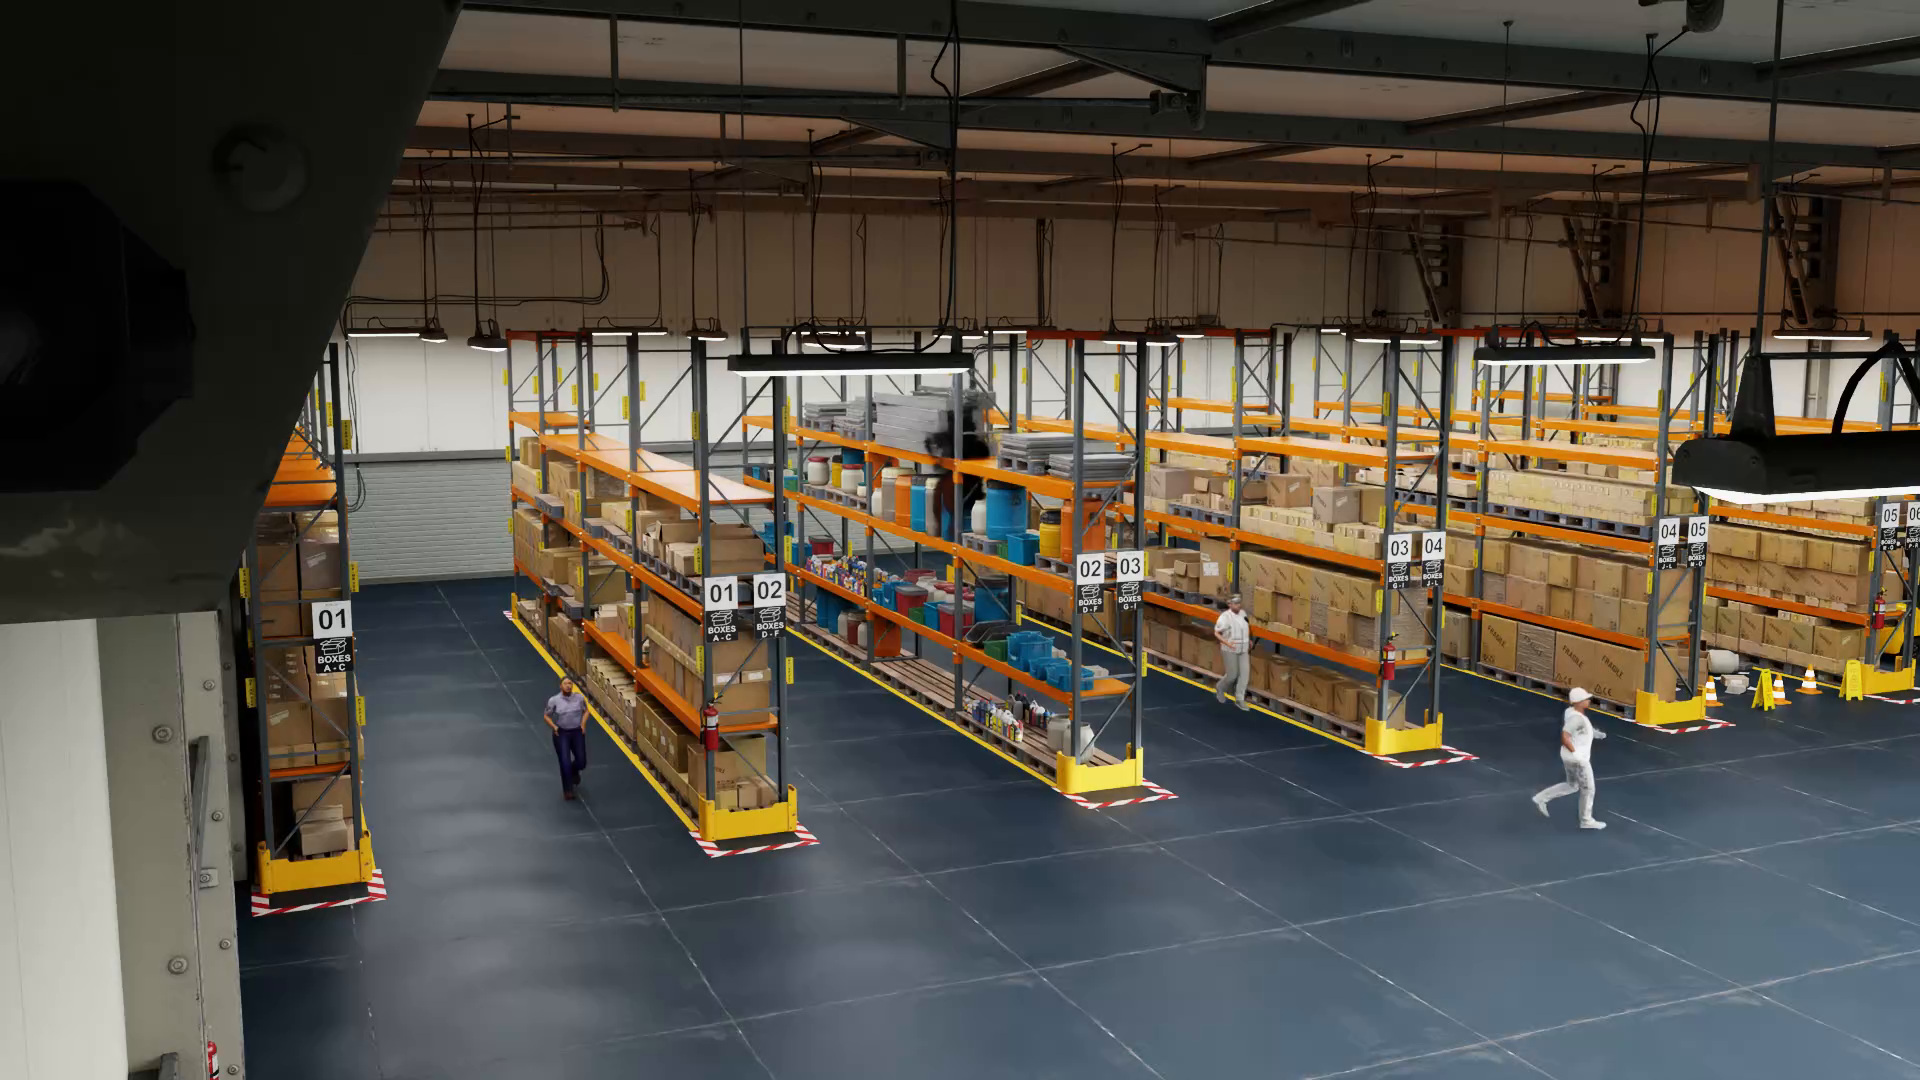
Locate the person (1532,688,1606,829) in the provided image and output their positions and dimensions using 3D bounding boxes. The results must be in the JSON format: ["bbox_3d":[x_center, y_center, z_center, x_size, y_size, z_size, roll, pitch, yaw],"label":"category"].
[{"bbox_3d":[7.527,2.678,20.447,0.877,1.762,0.689,2,8,11],"label":"person"}]

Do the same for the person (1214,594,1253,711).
[{"bbox_3d":[4.255,1.702,25.655,0.673,1.783,0.719,-4,9,-26],"label":"person"}]

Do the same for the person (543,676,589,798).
[{"bbox_3d":[-5.161,2.575,21.890,0.605,1.593,0.539,-4,9,-24],"label":"person"}]

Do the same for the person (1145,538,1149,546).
[{"bbox_3d":[3.785,0.740,34.703,0.683,1.722,0.931,-4,9,-27],"label":"person"}]
